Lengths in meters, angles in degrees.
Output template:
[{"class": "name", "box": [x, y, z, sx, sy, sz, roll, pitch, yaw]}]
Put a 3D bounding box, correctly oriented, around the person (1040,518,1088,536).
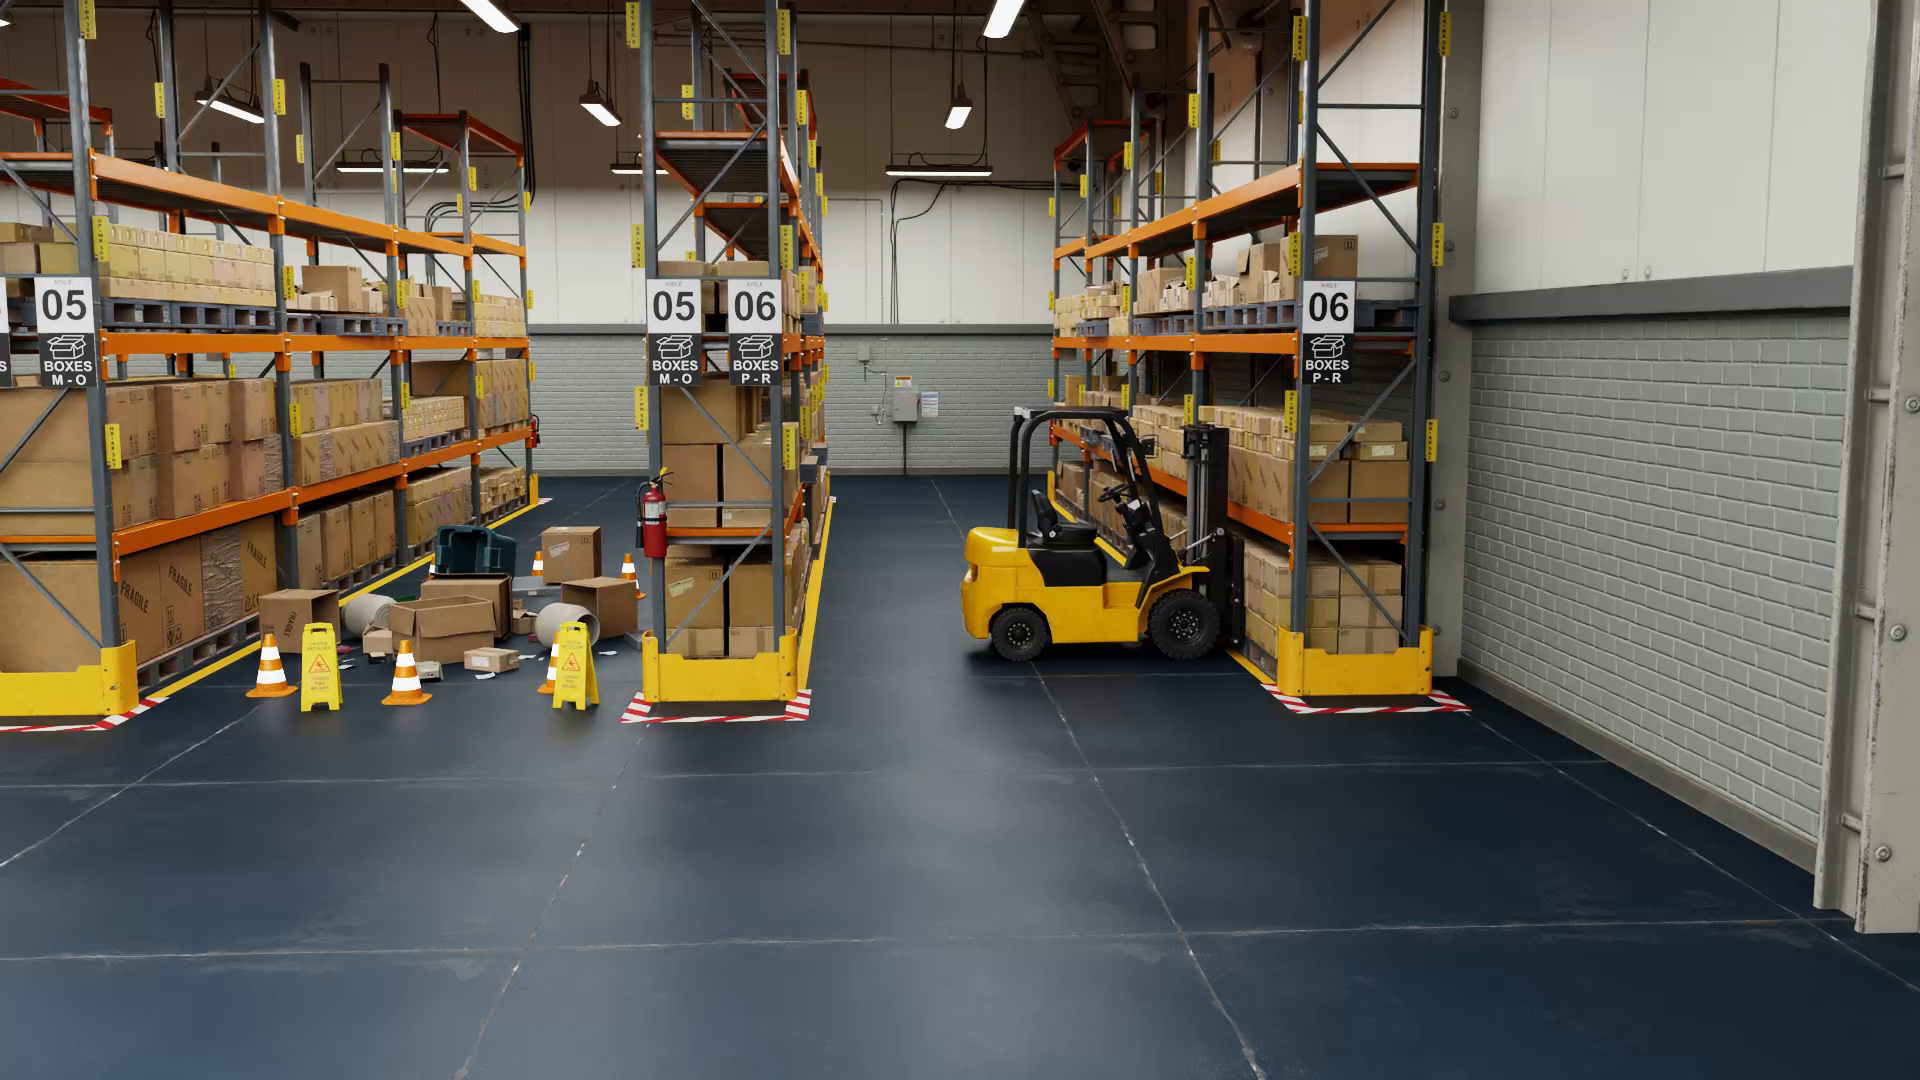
[{"class": "person", "box": [0.902, 0.294, 16.422, 0.904, 1.010, 0.568, 0, 7, -4]}]
